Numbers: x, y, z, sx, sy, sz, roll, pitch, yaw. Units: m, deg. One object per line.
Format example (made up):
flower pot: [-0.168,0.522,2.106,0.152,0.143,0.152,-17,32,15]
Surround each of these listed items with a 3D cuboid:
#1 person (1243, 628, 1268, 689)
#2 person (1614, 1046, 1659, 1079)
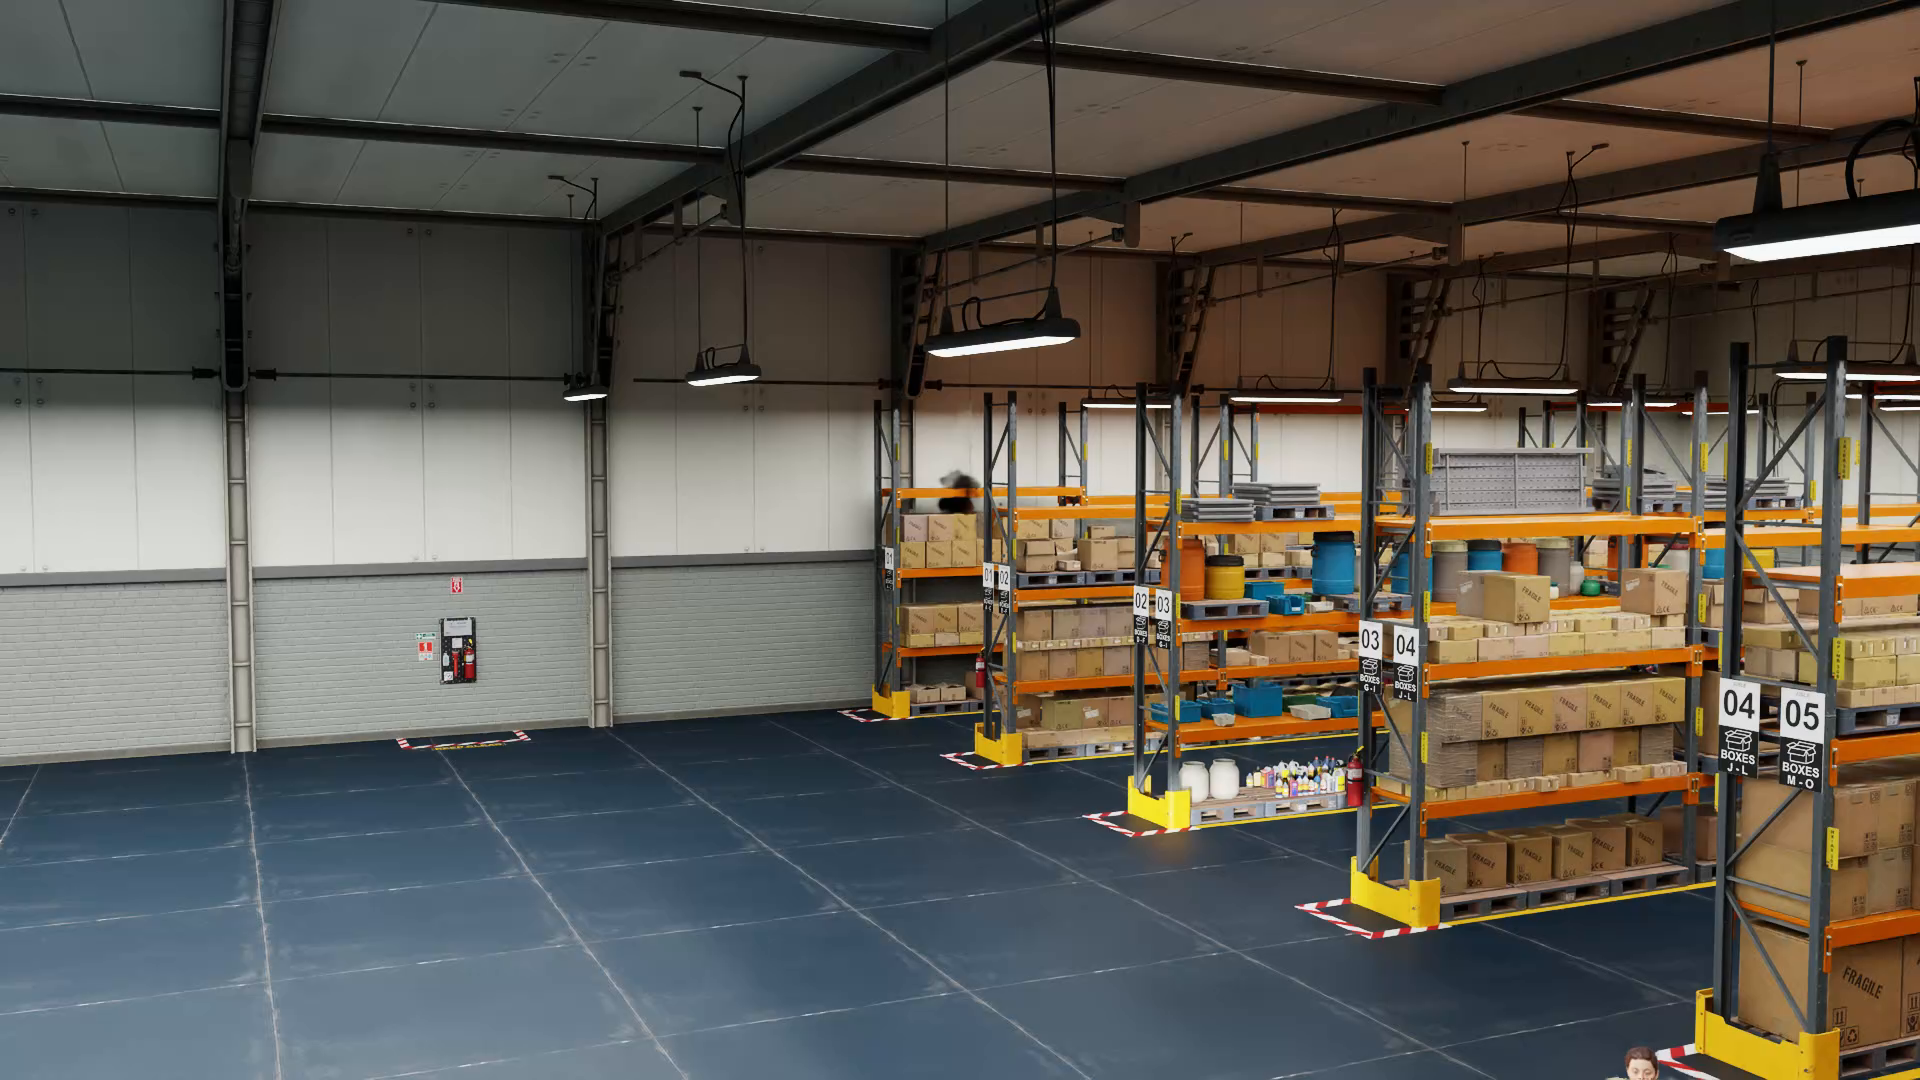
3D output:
person: [5.824,2.396,32.221,0.889,1.805,0.610,-2,4,-32]
person: [4.038,3.770,9.912,0.578,1.671,1.012,2,4,27]
